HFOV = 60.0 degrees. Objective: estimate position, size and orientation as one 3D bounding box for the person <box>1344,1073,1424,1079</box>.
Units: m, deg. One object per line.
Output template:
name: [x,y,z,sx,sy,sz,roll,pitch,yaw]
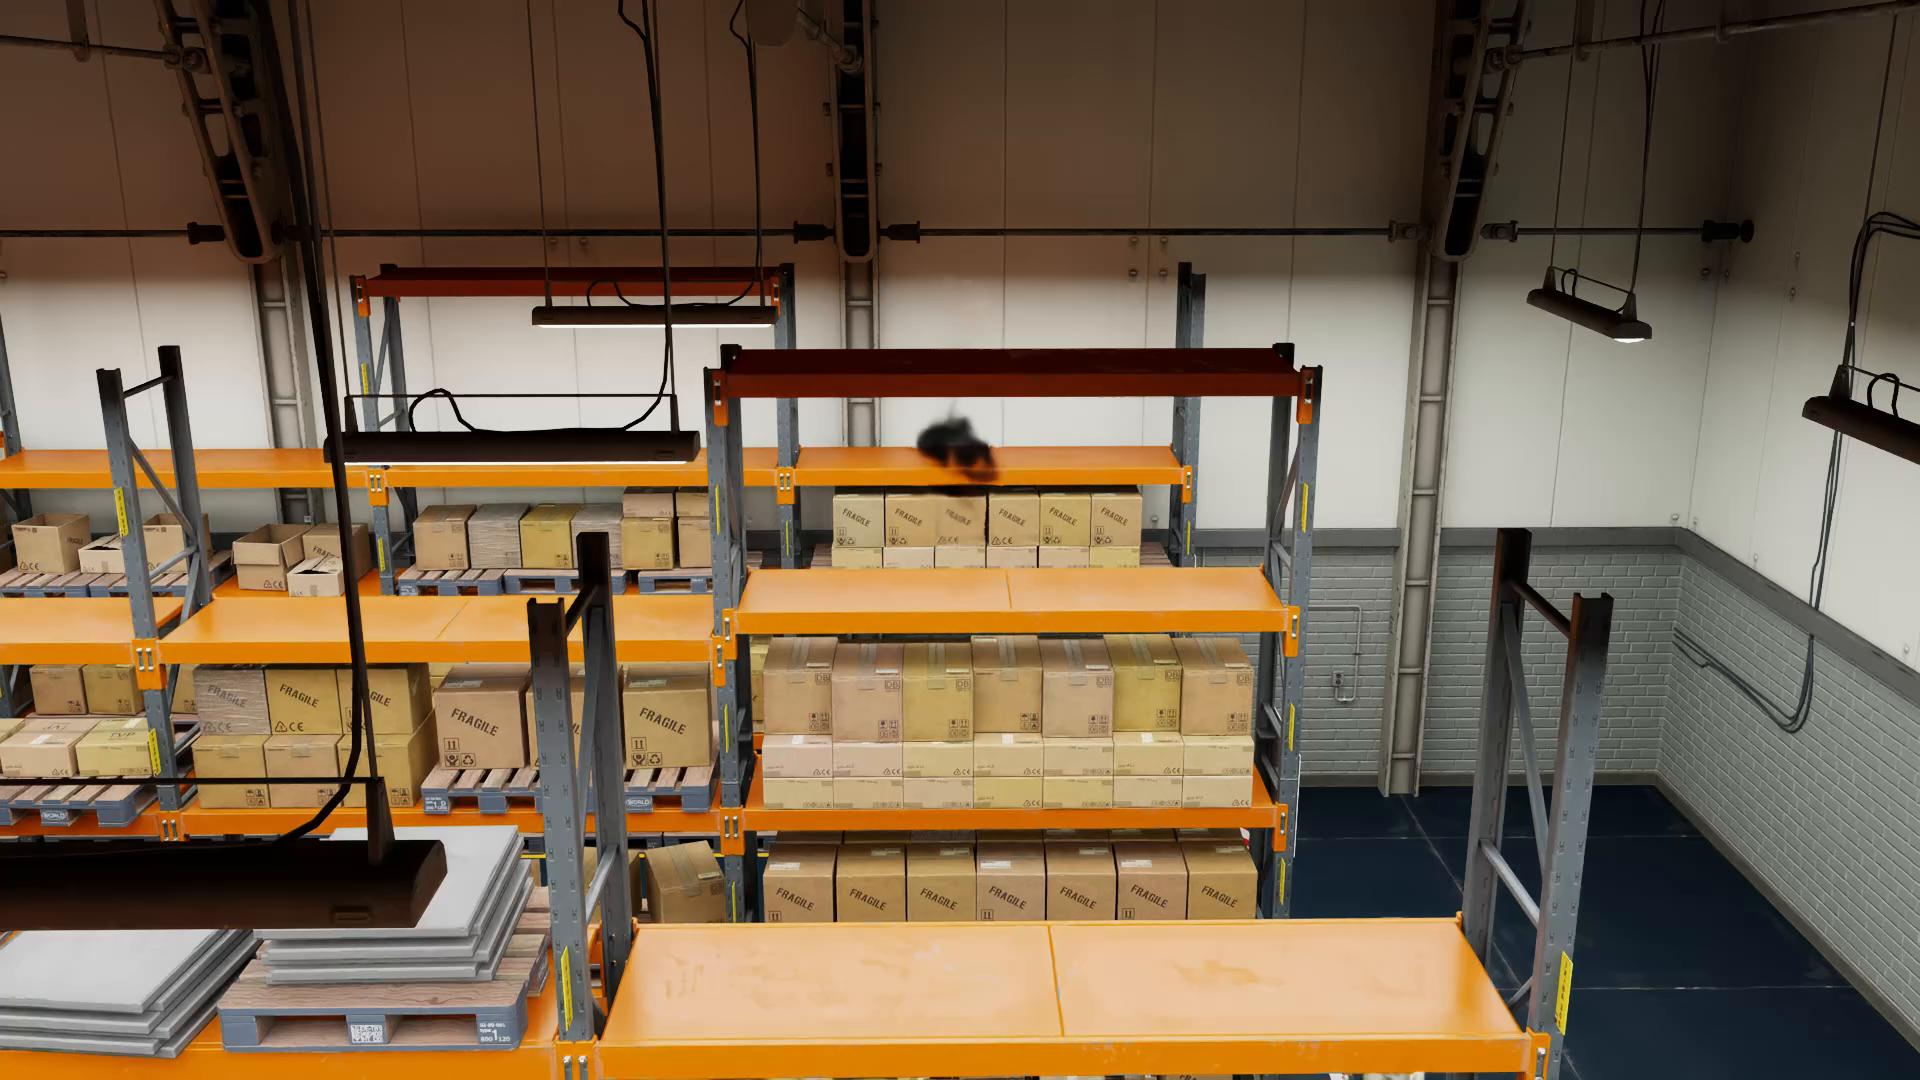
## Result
person: [3.138,3.904,12.271,0.673,1.654,0.506,6,17,19]
